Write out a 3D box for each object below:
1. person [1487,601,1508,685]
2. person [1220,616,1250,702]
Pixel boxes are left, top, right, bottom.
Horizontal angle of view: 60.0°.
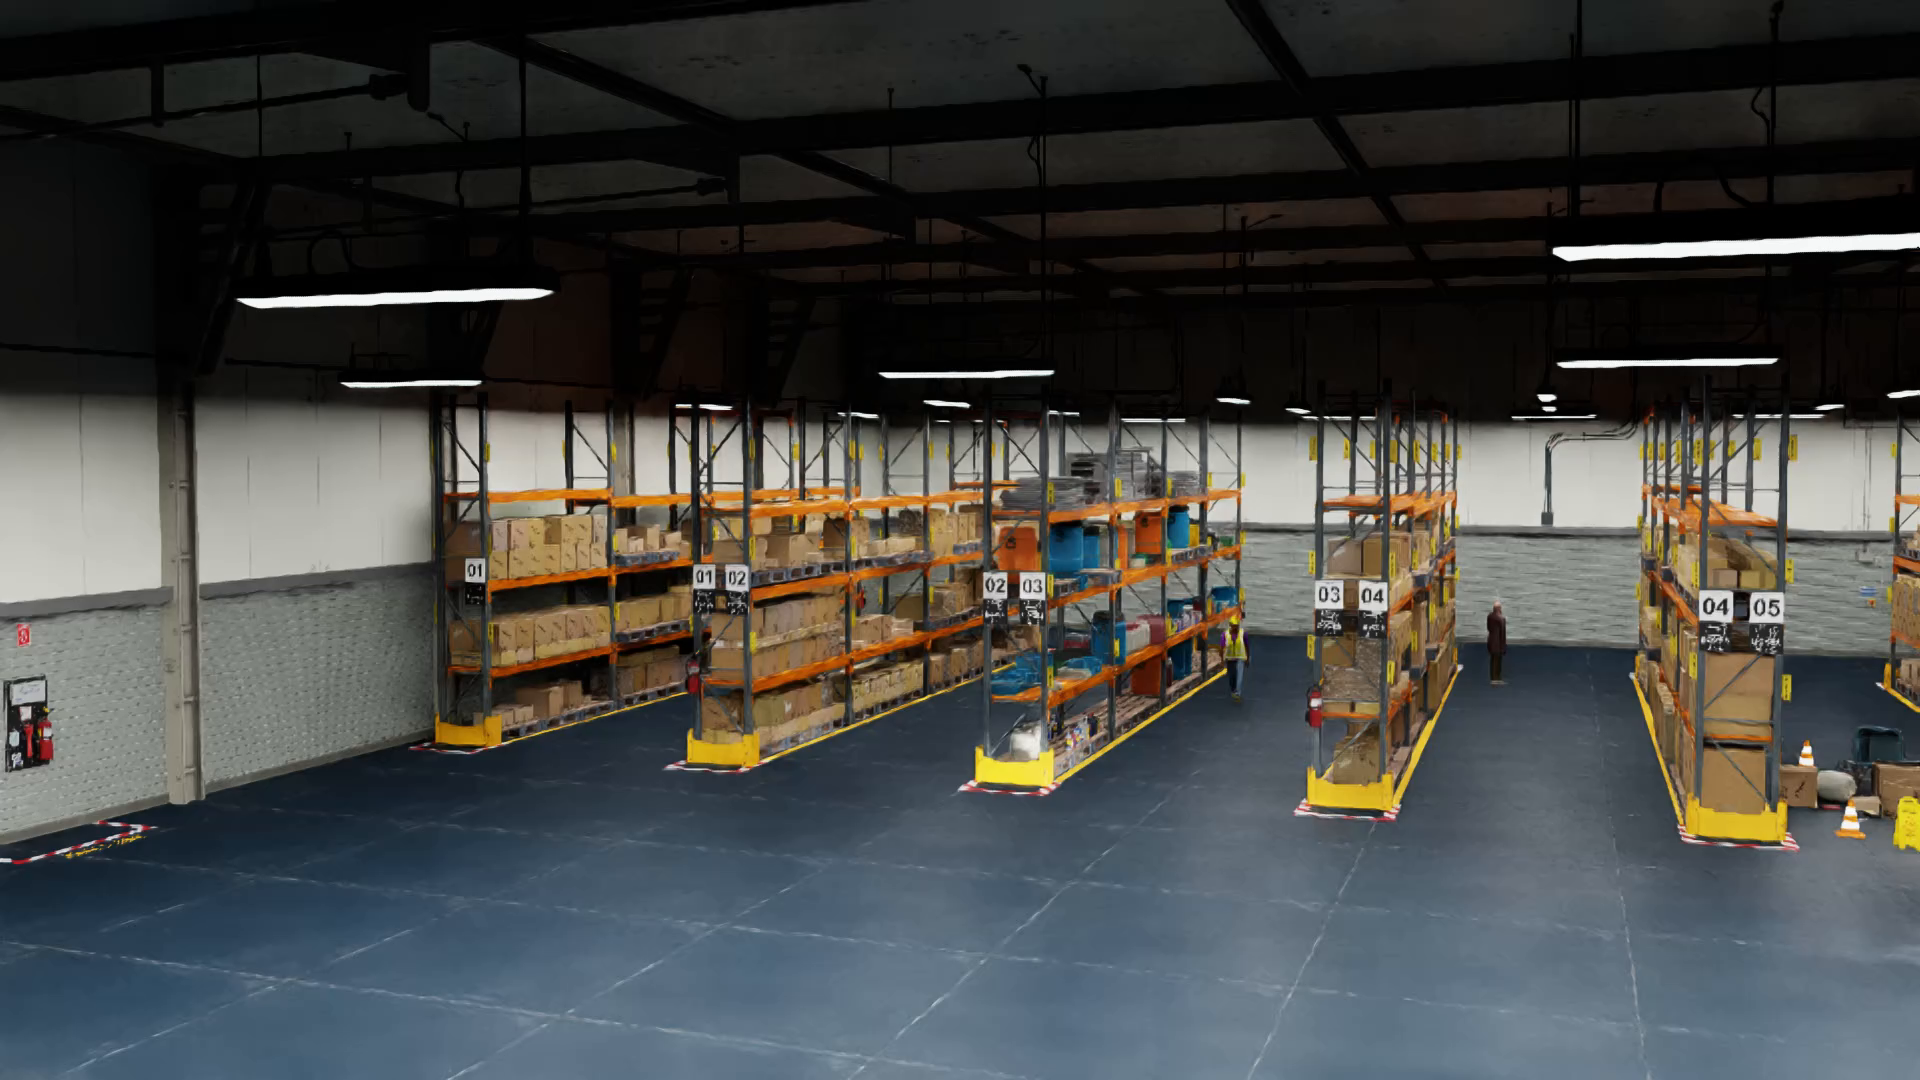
[{"bbox_3d":[11.557,2.198,35.655,0.504,1.787,0.640,-1,3,-11],"label":"person"},{"bbox_3d":[5.500,2.363,33.377,0.582,1.686,1.113,1,3,18],"label":"person"}]
